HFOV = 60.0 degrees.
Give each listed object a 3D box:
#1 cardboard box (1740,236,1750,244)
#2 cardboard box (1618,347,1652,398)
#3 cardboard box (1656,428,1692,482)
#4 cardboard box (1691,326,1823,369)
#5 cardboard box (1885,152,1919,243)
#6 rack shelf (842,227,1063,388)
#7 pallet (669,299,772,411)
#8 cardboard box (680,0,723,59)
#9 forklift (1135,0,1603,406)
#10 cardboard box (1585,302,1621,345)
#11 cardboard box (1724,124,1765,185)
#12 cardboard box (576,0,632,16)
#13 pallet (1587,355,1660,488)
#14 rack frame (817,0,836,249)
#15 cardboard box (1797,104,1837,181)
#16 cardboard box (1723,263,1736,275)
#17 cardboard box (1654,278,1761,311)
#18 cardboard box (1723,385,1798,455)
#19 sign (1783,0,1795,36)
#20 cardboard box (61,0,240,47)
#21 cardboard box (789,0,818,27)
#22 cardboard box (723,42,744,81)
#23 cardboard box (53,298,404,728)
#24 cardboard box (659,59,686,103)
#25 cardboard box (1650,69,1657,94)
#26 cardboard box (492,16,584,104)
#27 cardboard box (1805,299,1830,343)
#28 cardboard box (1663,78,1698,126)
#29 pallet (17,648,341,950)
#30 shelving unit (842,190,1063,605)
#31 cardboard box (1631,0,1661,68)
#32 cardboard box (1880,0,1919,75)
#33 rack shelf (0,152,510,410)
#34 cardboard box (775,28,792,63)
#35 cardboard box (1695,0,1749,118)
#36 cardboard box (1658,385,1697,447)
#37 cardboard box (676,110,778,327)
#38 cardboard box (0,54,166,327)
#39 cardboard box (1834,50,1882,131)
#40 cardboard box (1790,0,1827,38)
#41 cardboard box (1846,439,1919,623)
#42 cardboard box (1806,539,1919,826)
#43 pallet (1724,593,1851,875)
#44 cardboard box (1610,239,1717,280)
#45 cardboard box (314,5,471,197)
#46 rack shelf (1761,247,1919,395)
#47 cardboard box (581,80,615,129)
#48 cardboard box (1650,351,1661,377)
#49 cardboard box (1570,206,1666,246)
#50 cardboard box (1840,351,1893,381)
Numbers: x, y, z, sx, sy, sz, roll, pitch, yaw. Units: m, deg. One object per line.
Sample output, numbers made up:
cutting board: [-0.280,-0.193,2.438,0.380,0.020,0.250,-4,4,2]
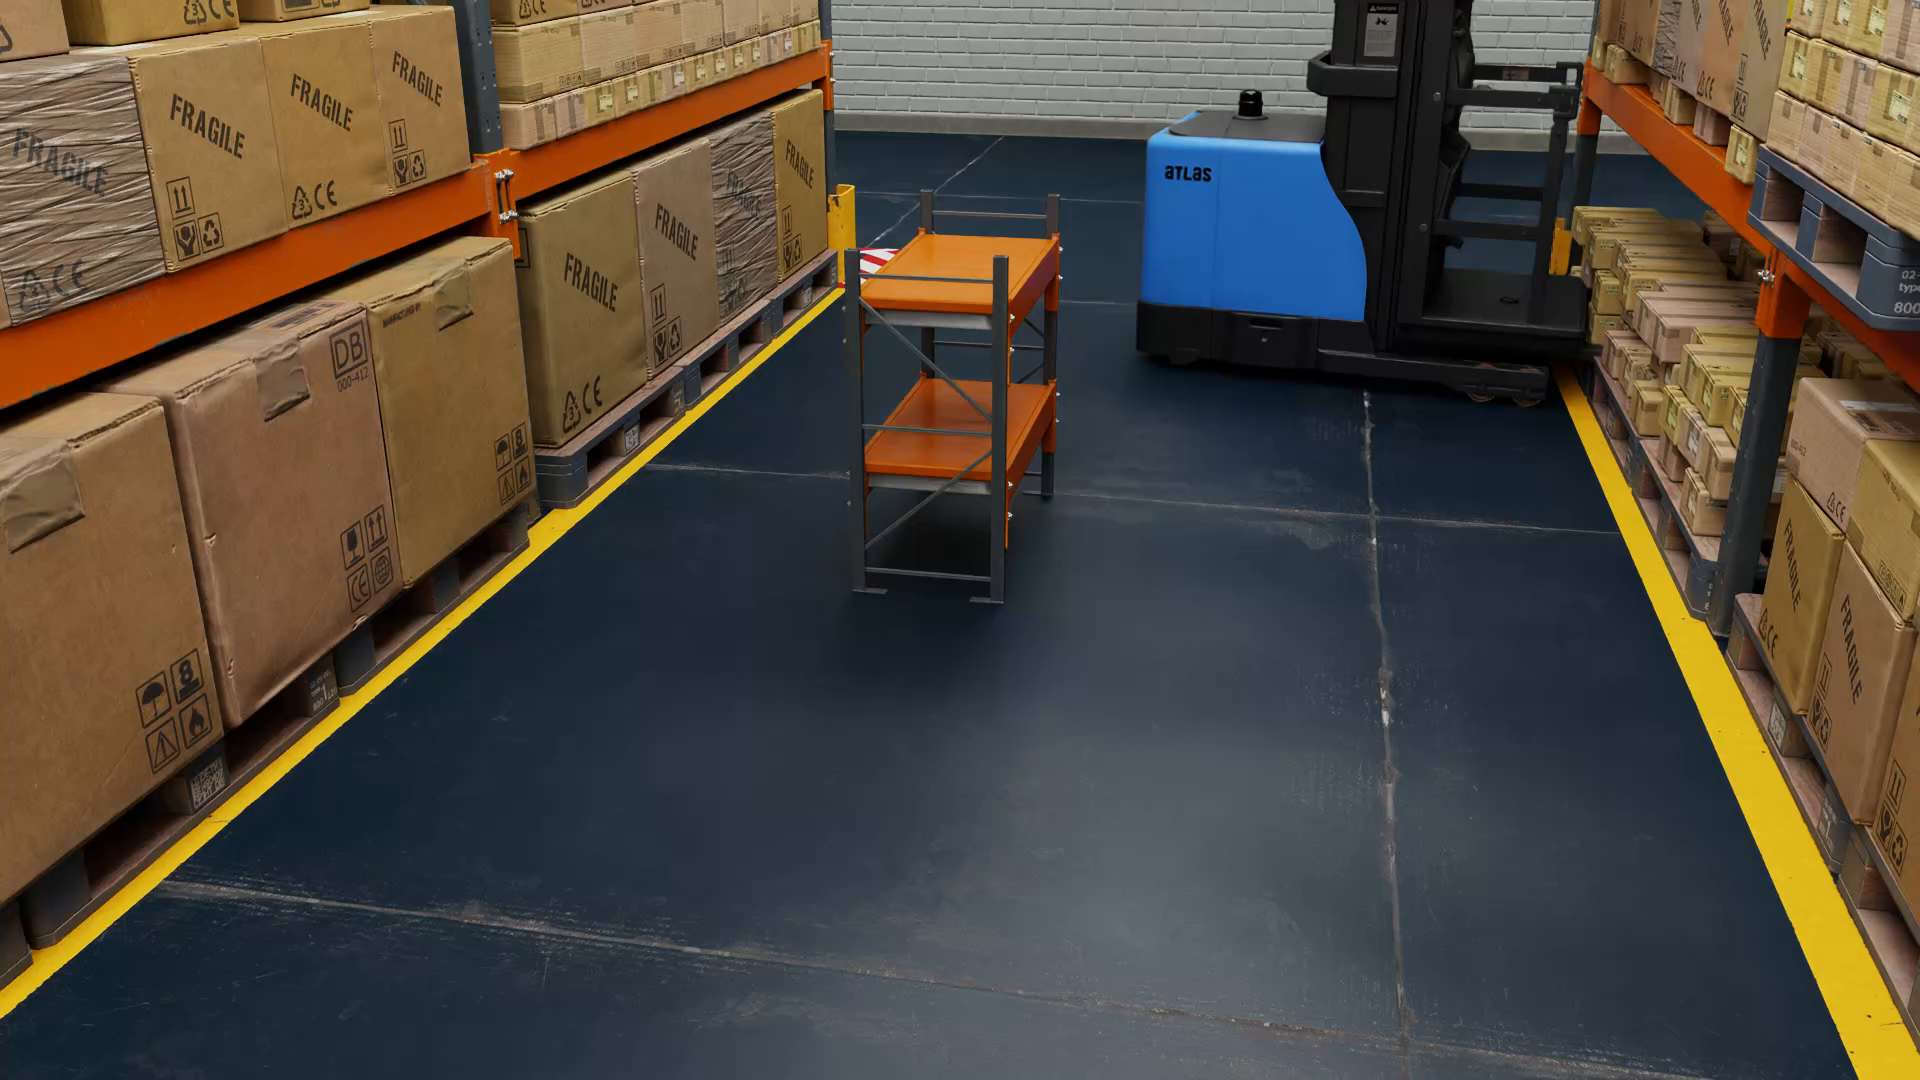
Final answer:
cardboard box: [3.732,-1.278,7.469,0.380,0.149,0.250,4,22,10]
cardboard box: [2.905,-0.673,6.762,0.380,0.149,0.250,4,22,11]
cardboard box: [2.683,-0.303,5.846,0.380,0.149,0.250,4,22,9]
cardboard box: [2.815,-0.647,5.902,0.380,0.149,0.250,5,23,13]
cardboard box: [2.071,-0.663,3.258,0.380,0.149,0.250,3,22,9]
rack shelf: [0.001,-0.796,5.540,0.538,0.278,1.000,4,22,11]
pallet: [-1.545,-0.913,7.837,1.003,0.211,1.213,4,22,11]
cardboard box: [-1.357,-2.258,7.247,0.500,0.250,0.500,4,22,11]
forklift: [2.410,-2.173,7.325,3.031,2.935,1.130,8,23,18]
cardboard box: [3.030,-0.961,7.478,0.380,0.149,0.250,5,22,12]
cardboard box: [2.586,-1.180,5.104,0.380,0.149,0.250,4,22,9]
cardboard box: [-1.568,-2.238,6.194,0.500,0.500,0.500,4,22,11]
pallet: [3.160,-0.474,6.747,1.003,0.211,1.213,4,22,11]
rack frame: [-1.208,-2.949,9.161,1.000,3.000,0.127,4,22,11]
cardboard box: [2.230,-0.939,3.943,0.380,0.149,0.250,5,22,12]
cardboard box: [3.693,-1.238,7.769,0.380,0.149,0.250,4,22,10]
cardboard box: [2.981,-0.935,6.617,0.380,0.149,0.250,5,22,11]
cardboard box: [2.629,-0.370,5.214,0.380,0.149,0.250,5,22,12]
sign: [2.278,-1.511,4.432,0.100,0.325,0.005,4,22,11]
cardboard box: [-2.297,-1.514,4.120,0.797,0.503,0.637,5,22,12]
cardboard box: [-1.047,-2.820,8.644,0.500,0.250,0.500,4,22,10]
cardboard box: [-1.217,-2.209,7.659,0.380,0.149,0.250,5,22,11]
cardboard box: [-2.316,-0.133,4.451,1.225,0.875,0.875,4,22,9]
cardboard box: [-1.374,-1.927,6.959,0.380,0.149,0.250,5,22,12]
cardboard box: [3.124,-1.931,6.969,0.380,0.149,0.250,4,22,10]
cardboard box: [-1.672,-1.707,5.879,0.500,0.250,0.500,4,22,10]
cardboard box: [3.339,-0.812,6.313,0.380,0.149,0.250,4,22,9]
cardboard box: [2.889,-1.654,6.282,0.380,0.149,0.250,5,22,12]
pallet: [-2.354,0.543,4.224,1.003,0.211,1.213,4,22,11]
shelving unit: [0.001,-0.524,5.650,0.538,1.125,1.048,4,22,11]
cardboard box: [3.069,-2.200,6.768,0.500,0.500,0.500,5,22,12]
cardboard box: [2.121,-1.029,3.372,0.380,0.149,0.250,4,22,10]
rack shelf: [-2.432,-0.421,3.847,1.077,0.370,4.000,4,22,11]
cardboard box: [-1.062,-2.490,8.357,0.380,0.149,0.250,5,22,11]
cardboard box: [2.740,-1.644,5.388,0.500,0.500,0.500,4,22,9]
cardboard box: [2.645,-0.420,5.738,0.380,0.149,0.250,4,22,9]
cardboard box: [-1.446,-1.586,8.057,0.875,0.875,0.875,4,22,11]
cardboard box: [-2.166,-0.786,3.656,0.500,0.500,0.500,5,22,11]
cardboard box: [2.177,-0.989,3.671,0.380,0.149,0.250,5,22,12]
cardboard box: [2.281,-1.317,4.085,0.380,0.149,0.250,6,23,14]
cardboard box: [2.296,-0.009,3.642,0.500,0.250,0.500,5,22,12]
cardboard box: [2.294,0.337,3.785,0.500,0.500,0.500,5,23,13]
pallet: [2.654,0.507,4.312,1.003,0.211,1.213,4,22,11]
cardboard box: [3.103,-1.227,7.344,0.380,0.149,0.250,3,22,8]
cardboard box: [-1.852,-1.341,5.034,0.500,0.500,0.500,5,22,11]
rack shelf: [2.403,-0.006,2.817,1.077,0.370,4.000,4,22,11]
cardboard box: [-1.531,-1.645,6.260,0.380,0.149,0.250,5,23,13]
cardboard box: [2.899,-0.696,6.422,0.380,0.149,0.250,3,22,8]
cardboard box: [3.188,-1.517,8.062,0.380,0.149,0.250,3,22,8]
cardboard box: [3.202,-0.522,5.593,0.380,0.149,0.250,4,22,10]
